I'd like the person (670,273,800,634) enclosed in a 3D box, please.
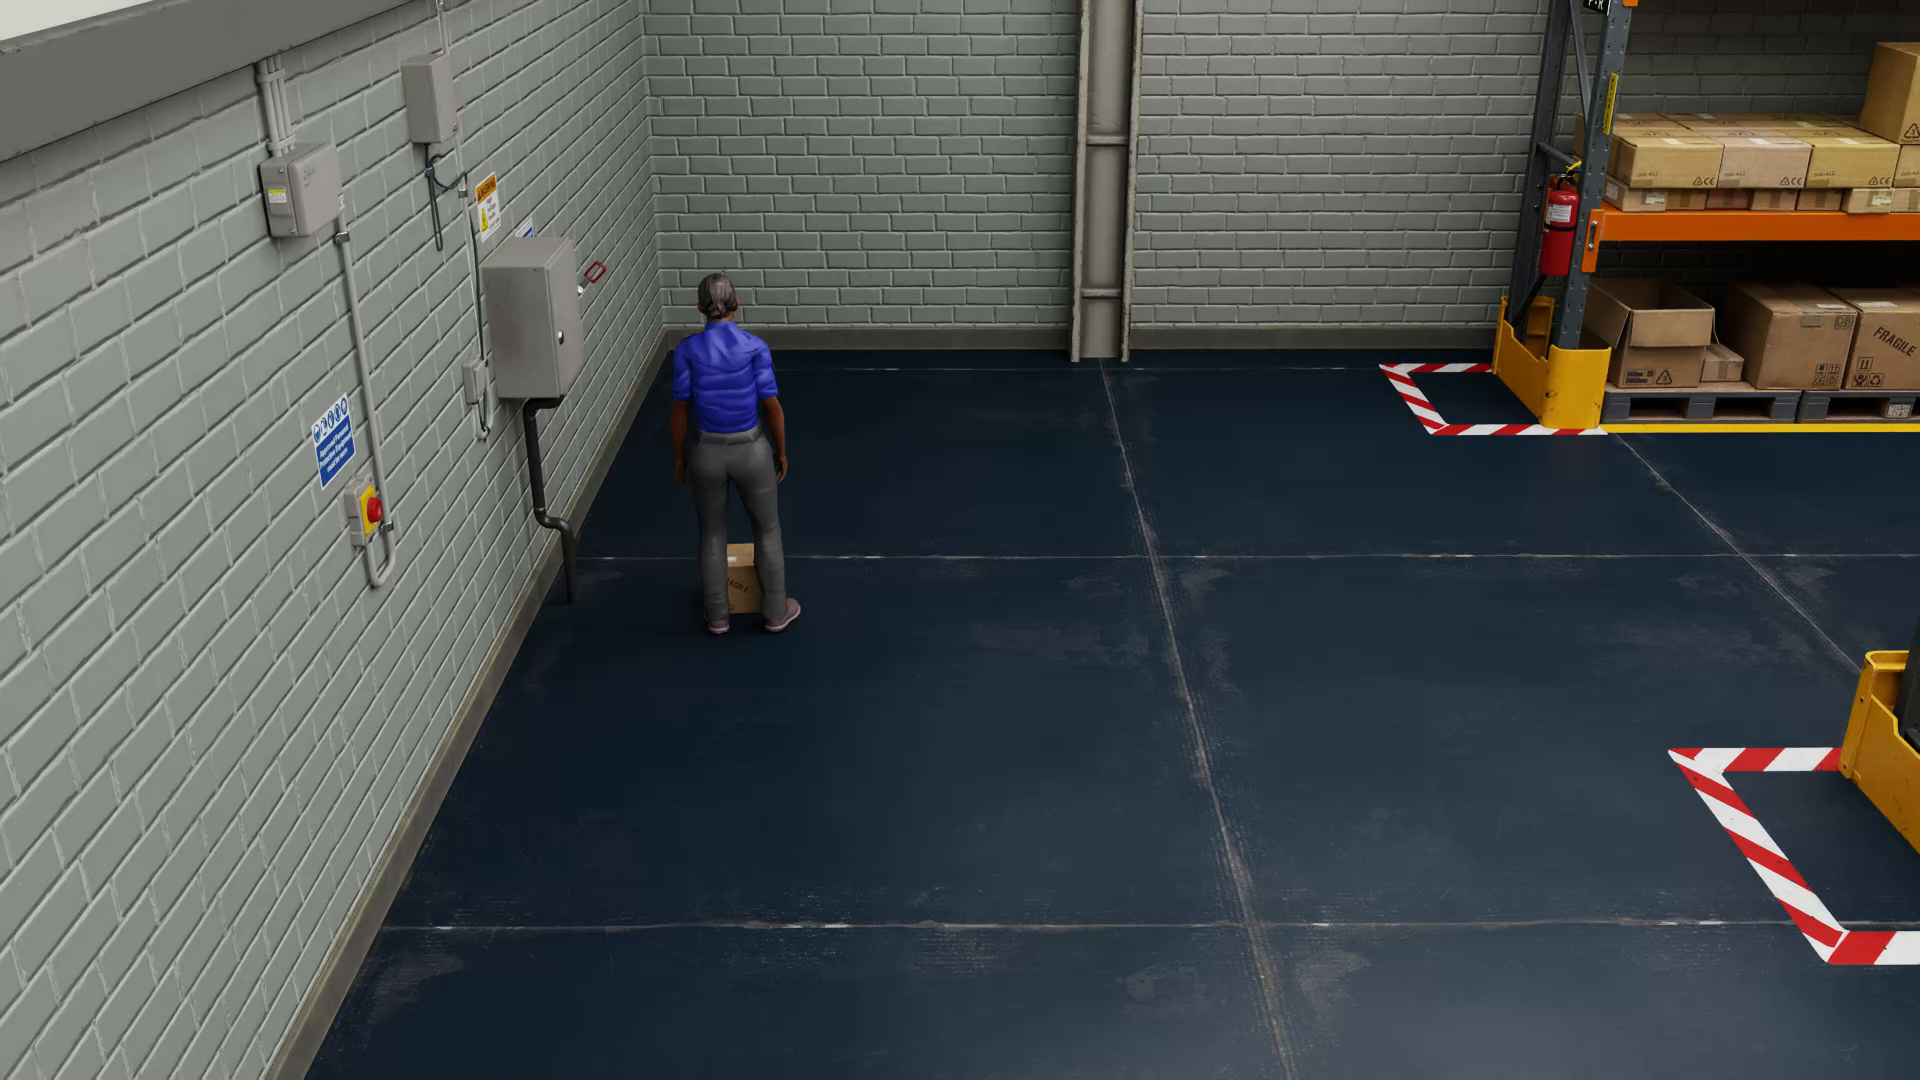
[{"bbox_3d":[-1.013,-0.366,7.420,0.528,1.655,0.348,-1,24,-2],"label":"person"}]
